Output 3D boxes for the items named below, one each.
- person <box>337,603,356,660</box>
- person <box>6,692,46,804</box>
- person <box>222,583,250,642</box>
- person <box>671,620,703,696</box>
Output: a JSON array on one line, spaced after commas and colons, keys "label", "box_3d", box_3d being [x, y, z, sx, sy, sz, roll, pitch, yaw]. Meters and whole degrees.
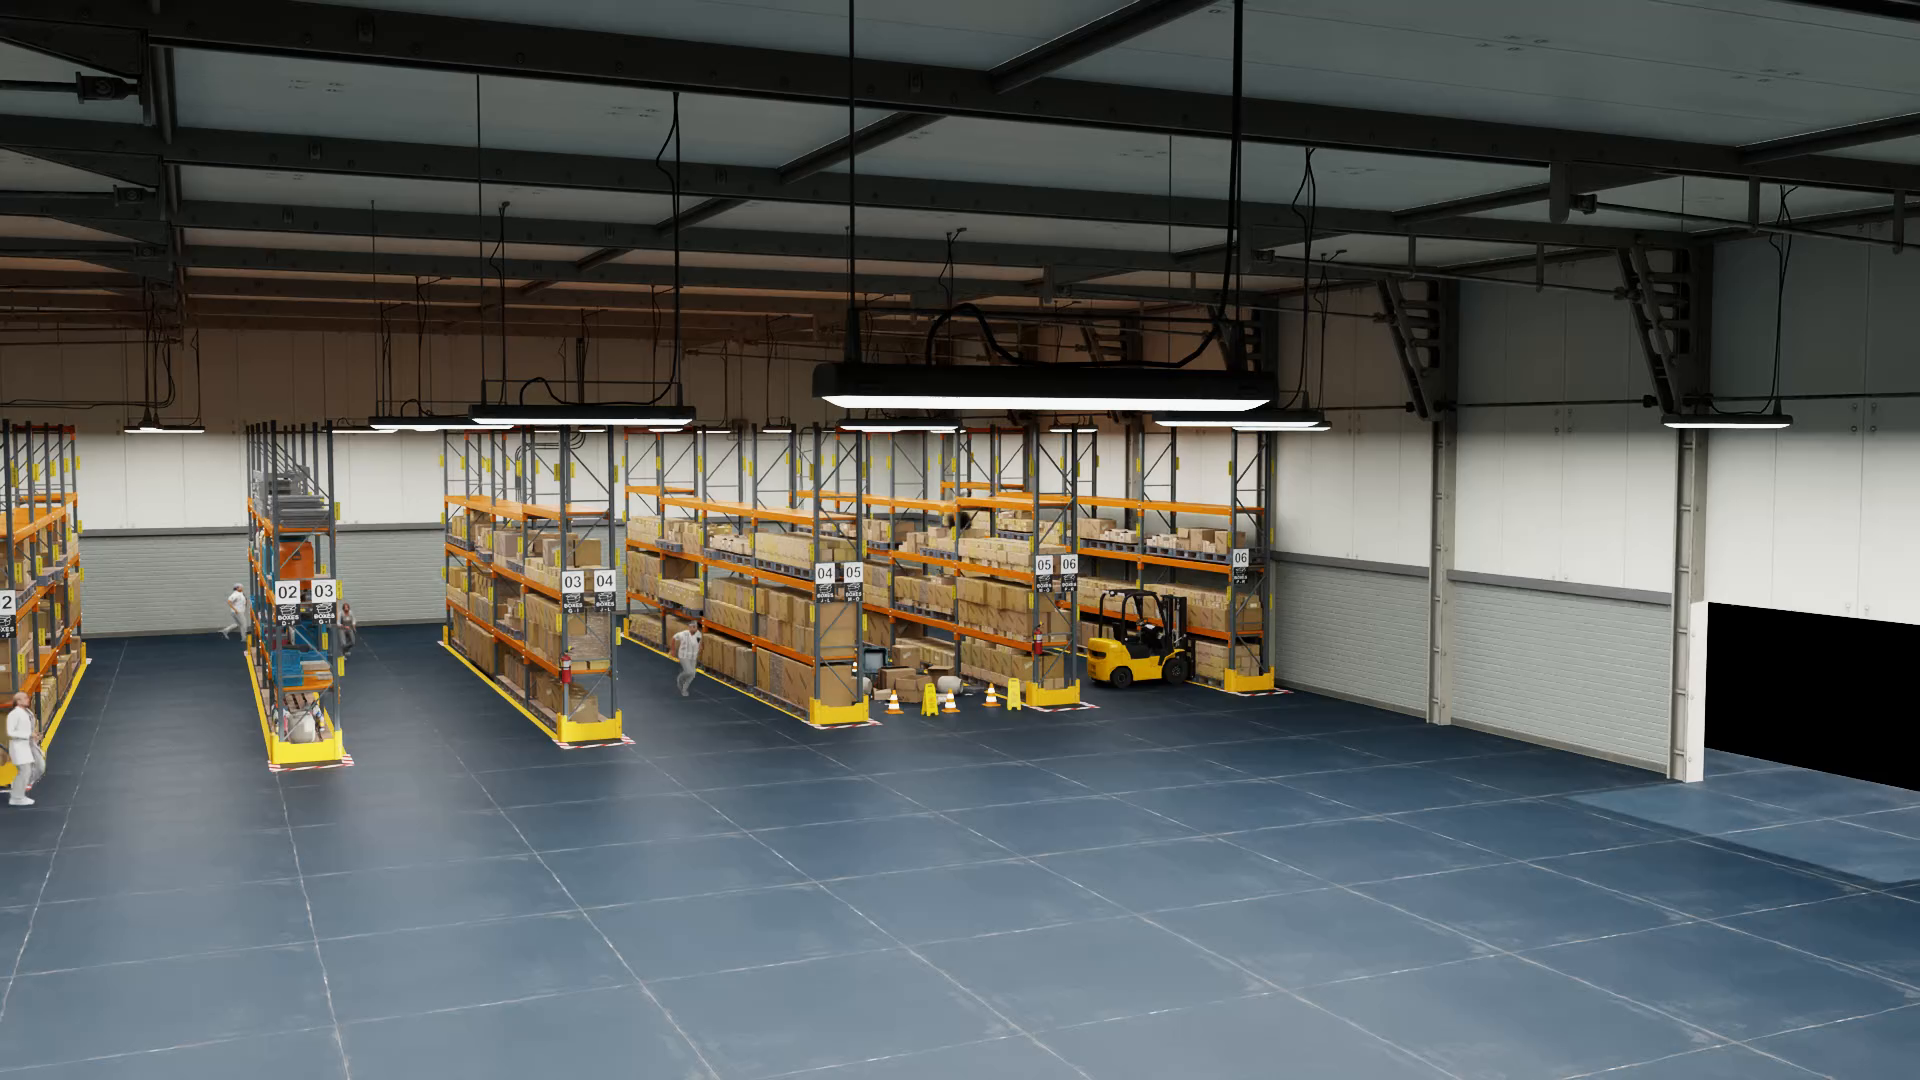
[{"label": "person", "box_3d": [-15.634, 2.337, 42.361, 0.527, 1.491, 0.699, -3, 5, -40]}, {"label": "person", "box_3d": [-14.546, 3.242, 25.921, 0.637, 1.754, 0.749, 0, 4, 0]}, {"label": "person", "box_3d": [-20.069, 2.008, 46.125, 0.847, 1.644, 0.603, -1, 4, -14]}, {"label": "person", "box_3d": [-5.951, 2.595, 36.565, 0.666, 1.700, 0.735, -3, 5, -42]}]
